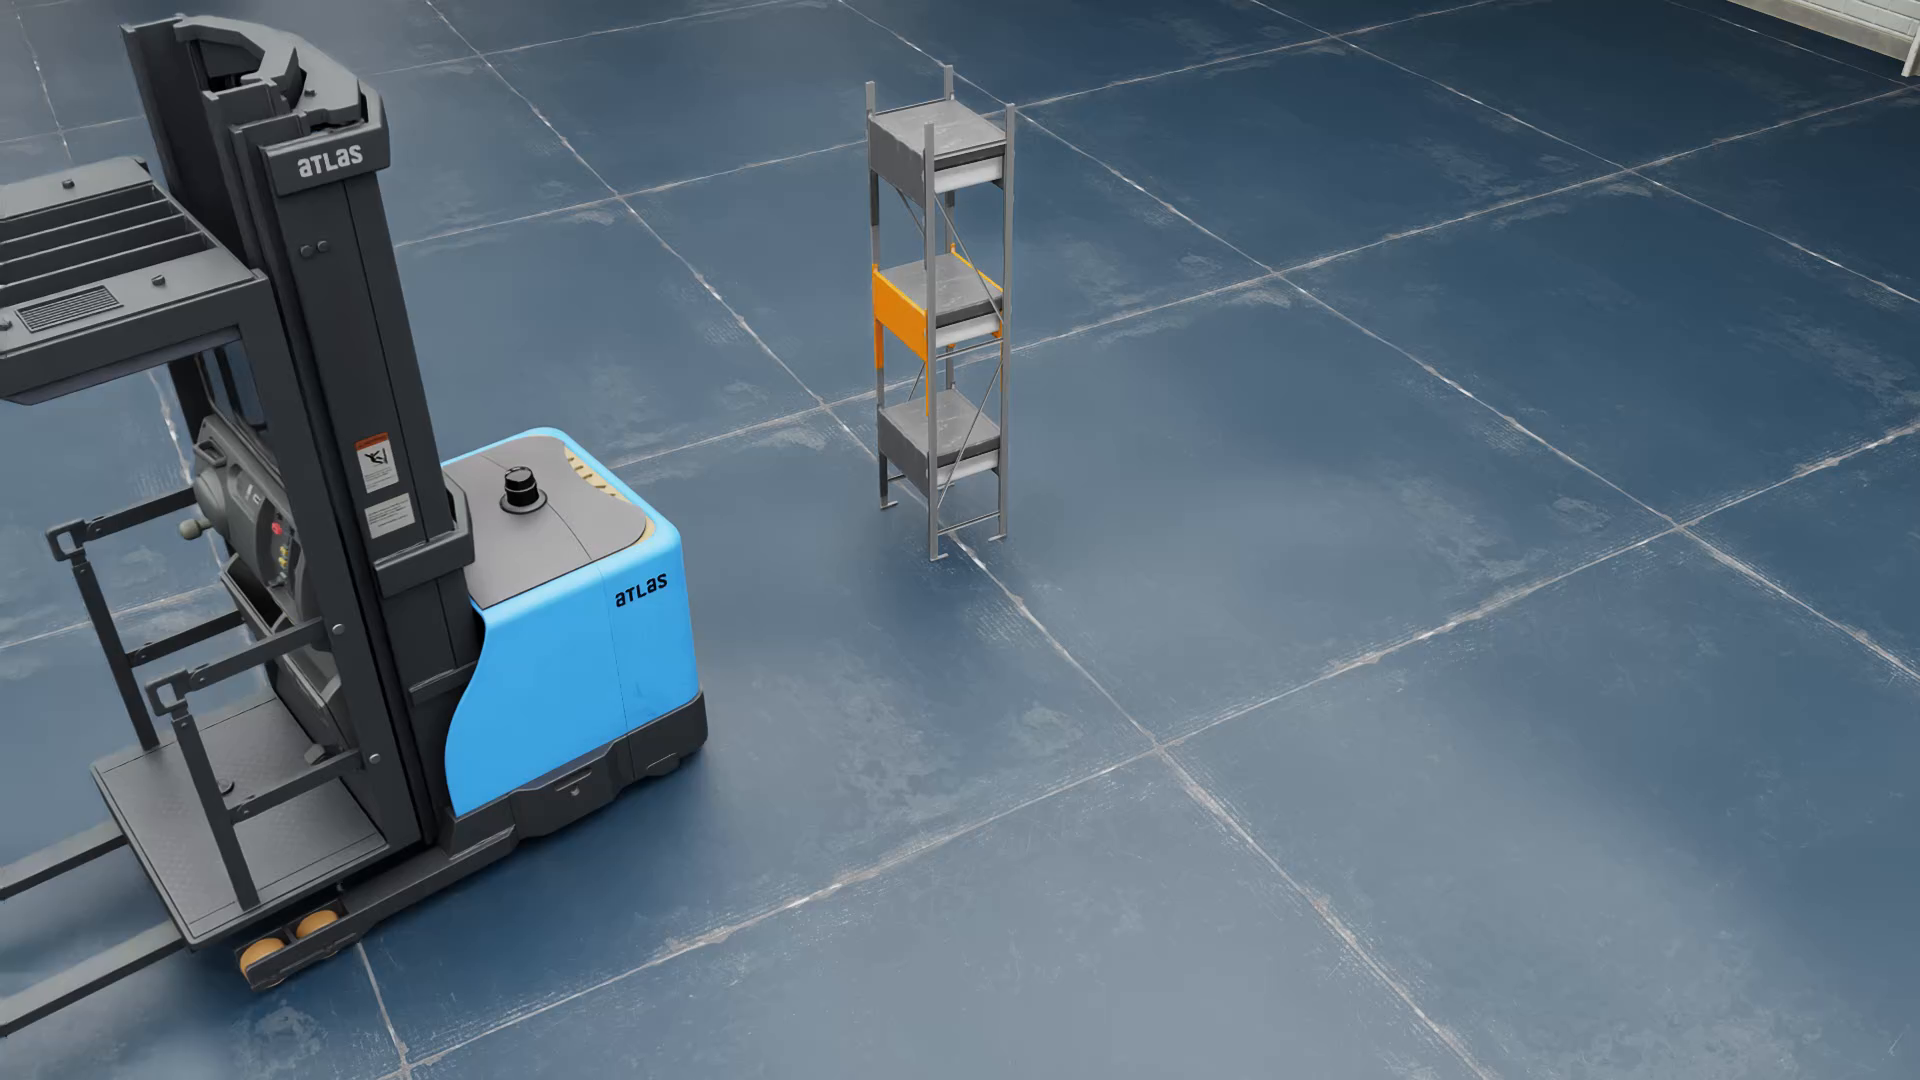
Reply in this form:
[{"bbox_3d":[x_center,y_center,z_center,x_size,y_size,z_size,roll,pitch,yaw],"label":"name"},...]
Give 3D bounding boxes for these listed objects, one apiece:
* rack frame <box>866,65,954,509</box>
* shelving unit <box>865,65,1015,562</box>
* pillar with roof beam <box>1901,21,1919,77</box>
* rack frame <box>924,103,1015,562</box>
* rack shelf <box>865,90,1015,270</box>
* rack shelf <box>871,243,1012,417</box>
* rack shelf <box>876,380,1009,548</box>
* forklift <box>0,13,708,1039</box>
[{"bbox_3d":[-0.206,-1.057,7.417,0.400,2.100,0.015,-19,40,-24],"label":"rack frame"},{"bbox_3d":[-0.083,-0.932,7.246,0.431,2.100,0.503,-19,40,-24],"label":"shelving unit"},{"bbox_3d":[3.620,-5.821,8.091,9.100,9.000,0.400,-19,40,-24],"label":"pillar with roof beam"},{"bbox_3d":[0.039,-0.808,7.076,0.400,2.100,0.015,-19,40,-24],"label":"rack frame"},{"bbox_3d":[-0.083,-1.487,6.841,0.431,0.518,0.480,-19,40,-24],"label":"rack shelf"},{"bbox_3d":[-0.083,-0.921,7.254,0.431,0.518,0.480,-19,40,-24],"label":"rack shelf"},{"bbox_3d":[-0.083,-0.356,7.667,0.431,0.518,0.480,-19,40,-24],"label":"rack shelf"},{"bbox_3d":[-2.454,-0.014,5.284,3.031,2.935,1.130,-26,43,-31],"label":"forklift"}]
